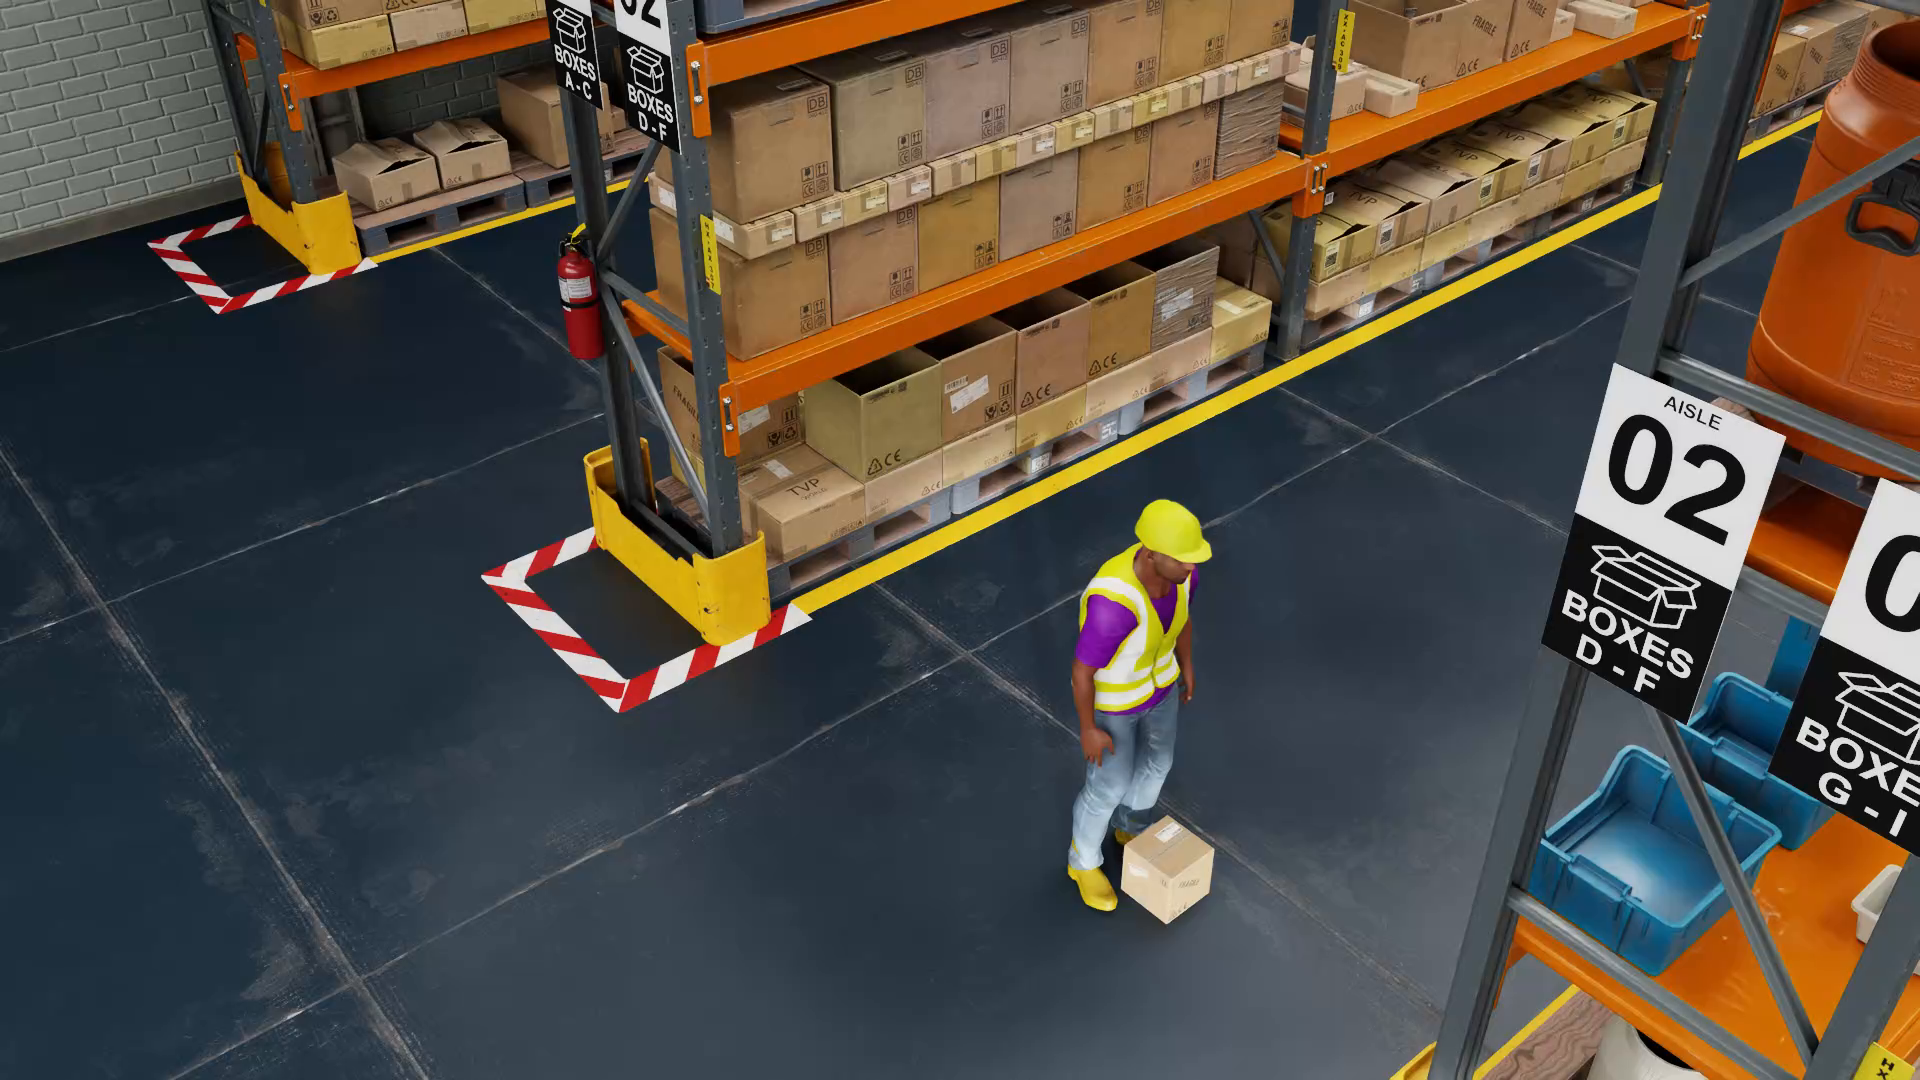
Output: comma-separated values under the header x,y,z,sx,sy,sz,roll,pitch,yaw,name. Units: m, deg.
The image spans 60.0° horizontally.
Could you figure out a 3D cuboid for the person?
x,y,z,sx,sy,sz,roll,pitch,yaw,name
0.669,0.583,6.256,0.634,1.756,0.458,-29,45,-34,person
